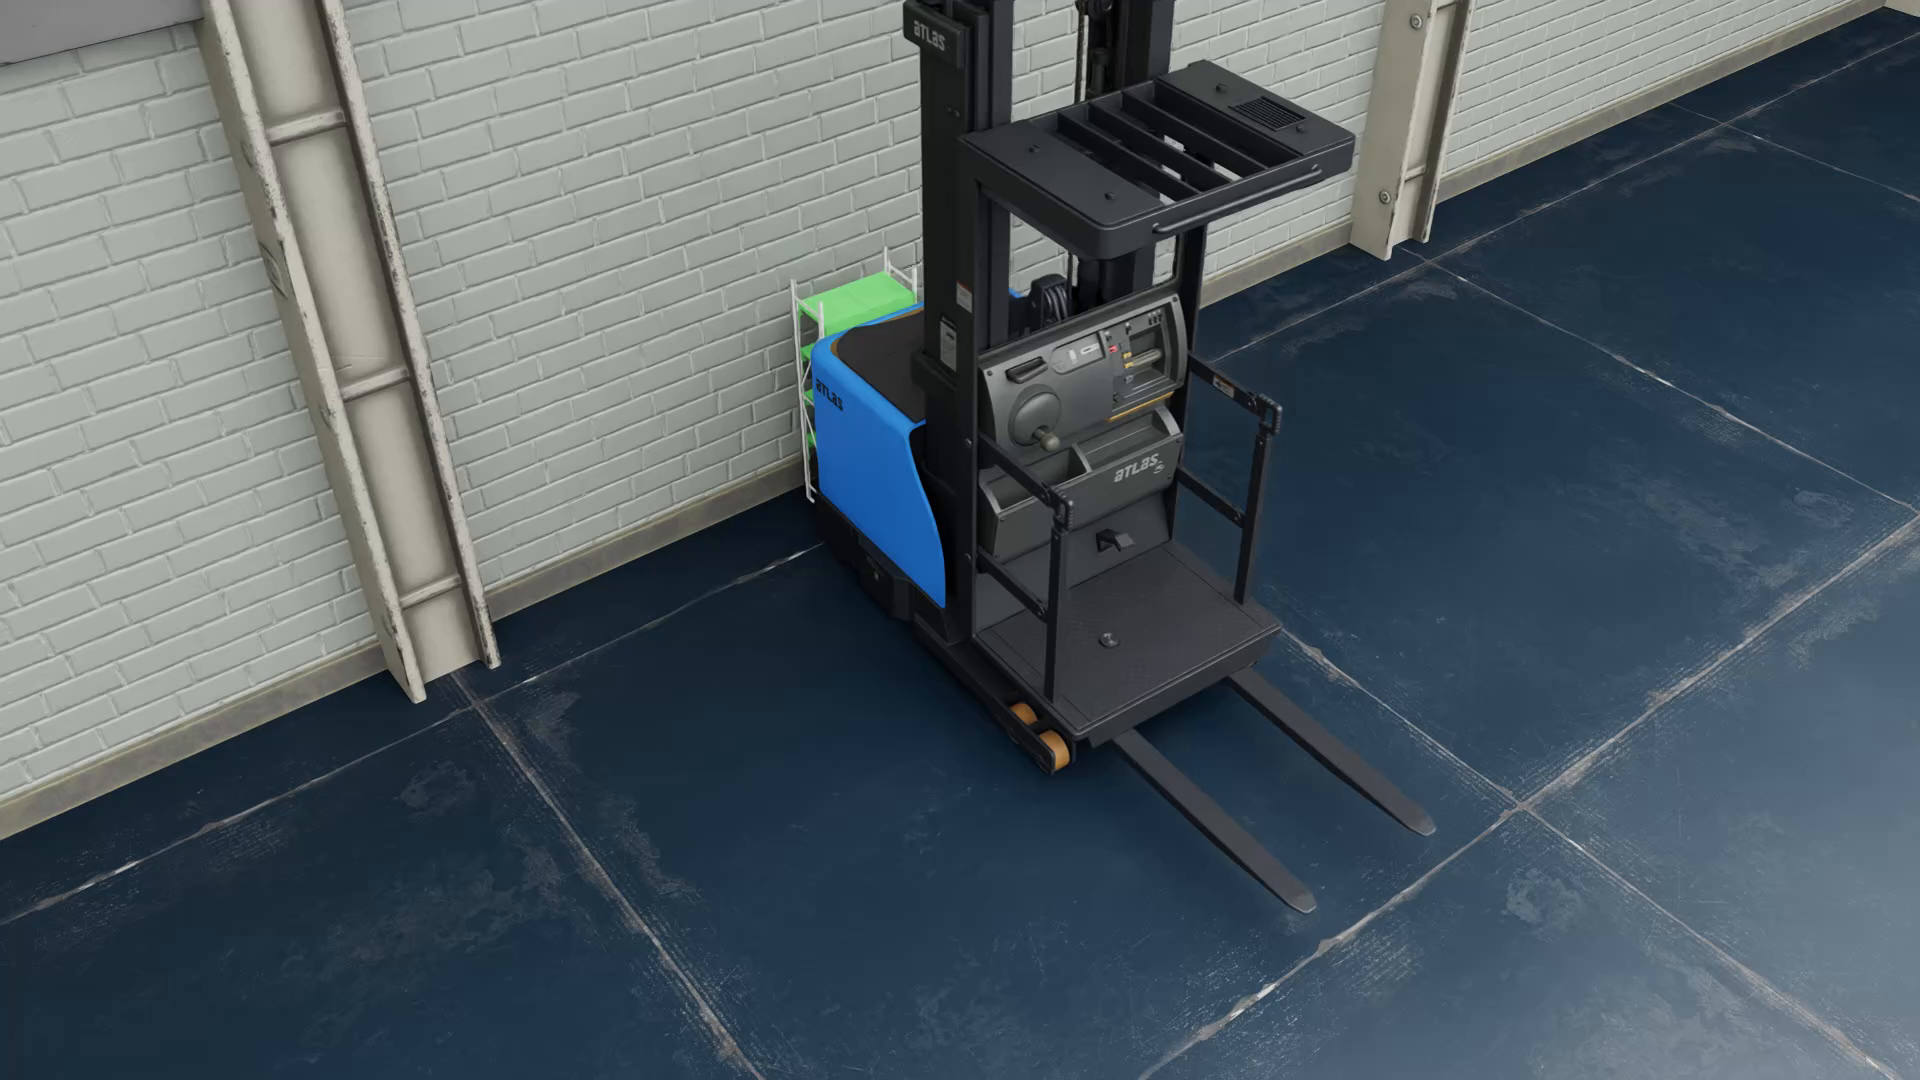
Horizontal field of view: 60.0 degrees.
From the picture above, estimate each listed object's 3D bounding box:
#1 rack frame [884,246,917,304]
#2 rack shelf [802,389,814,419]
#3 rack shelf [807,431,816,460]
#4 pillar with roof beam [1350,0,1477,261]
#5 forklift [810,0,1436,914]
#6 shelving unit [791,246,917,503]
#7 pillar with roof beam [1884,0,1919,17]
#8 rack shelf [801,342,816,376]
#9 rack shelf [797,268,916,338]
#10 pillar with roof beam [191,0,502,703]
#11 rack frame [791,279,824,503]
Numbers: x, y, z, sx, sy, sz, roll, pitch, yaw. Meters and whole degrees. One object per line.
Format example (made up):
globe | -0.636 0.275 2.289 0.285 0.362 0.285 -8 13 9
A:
rack frame | -0.266 -0.791 7.768 0.015 1.200 0.240 -25 45 -27
rack shelf | -0.464 -0.651 7.698 0.480 0.148 0.258 -25 45 -27
rack shelf | -0.464 -0.466 7.851 0.480 0.148 0.258 -25 45 -27
pillar with roof beam | 5.174 -3.104 4.439 0.400 9.000 9.100 -26 46 -28
forklift | 0.605 -0.561 6.122 1.130 2.935 3.031 -24 45 -27
shelving unit | -0.464 -0.700 7.658 0.503 1.200 0.258 -25 45 -27
pillar with roof beam | 9.932 -5.423 7.265 0.400 9.000 9.100 -26 46 -28
rack shelf | -0.464 -0.837 7.546 0.480 0.148 0.258 -25 45 -27
rack shelf | -0.464 -1.022 7.394 0.480 0.148 0.258 -25 45 -27
pillar with roof beam | 0.417 -0.785 1.612 0.400 9.000 9.100 -26 46 -28
rack frame | -0.662 -0.610 7.548 0.015 1.200 0.240 -25 45 -27
